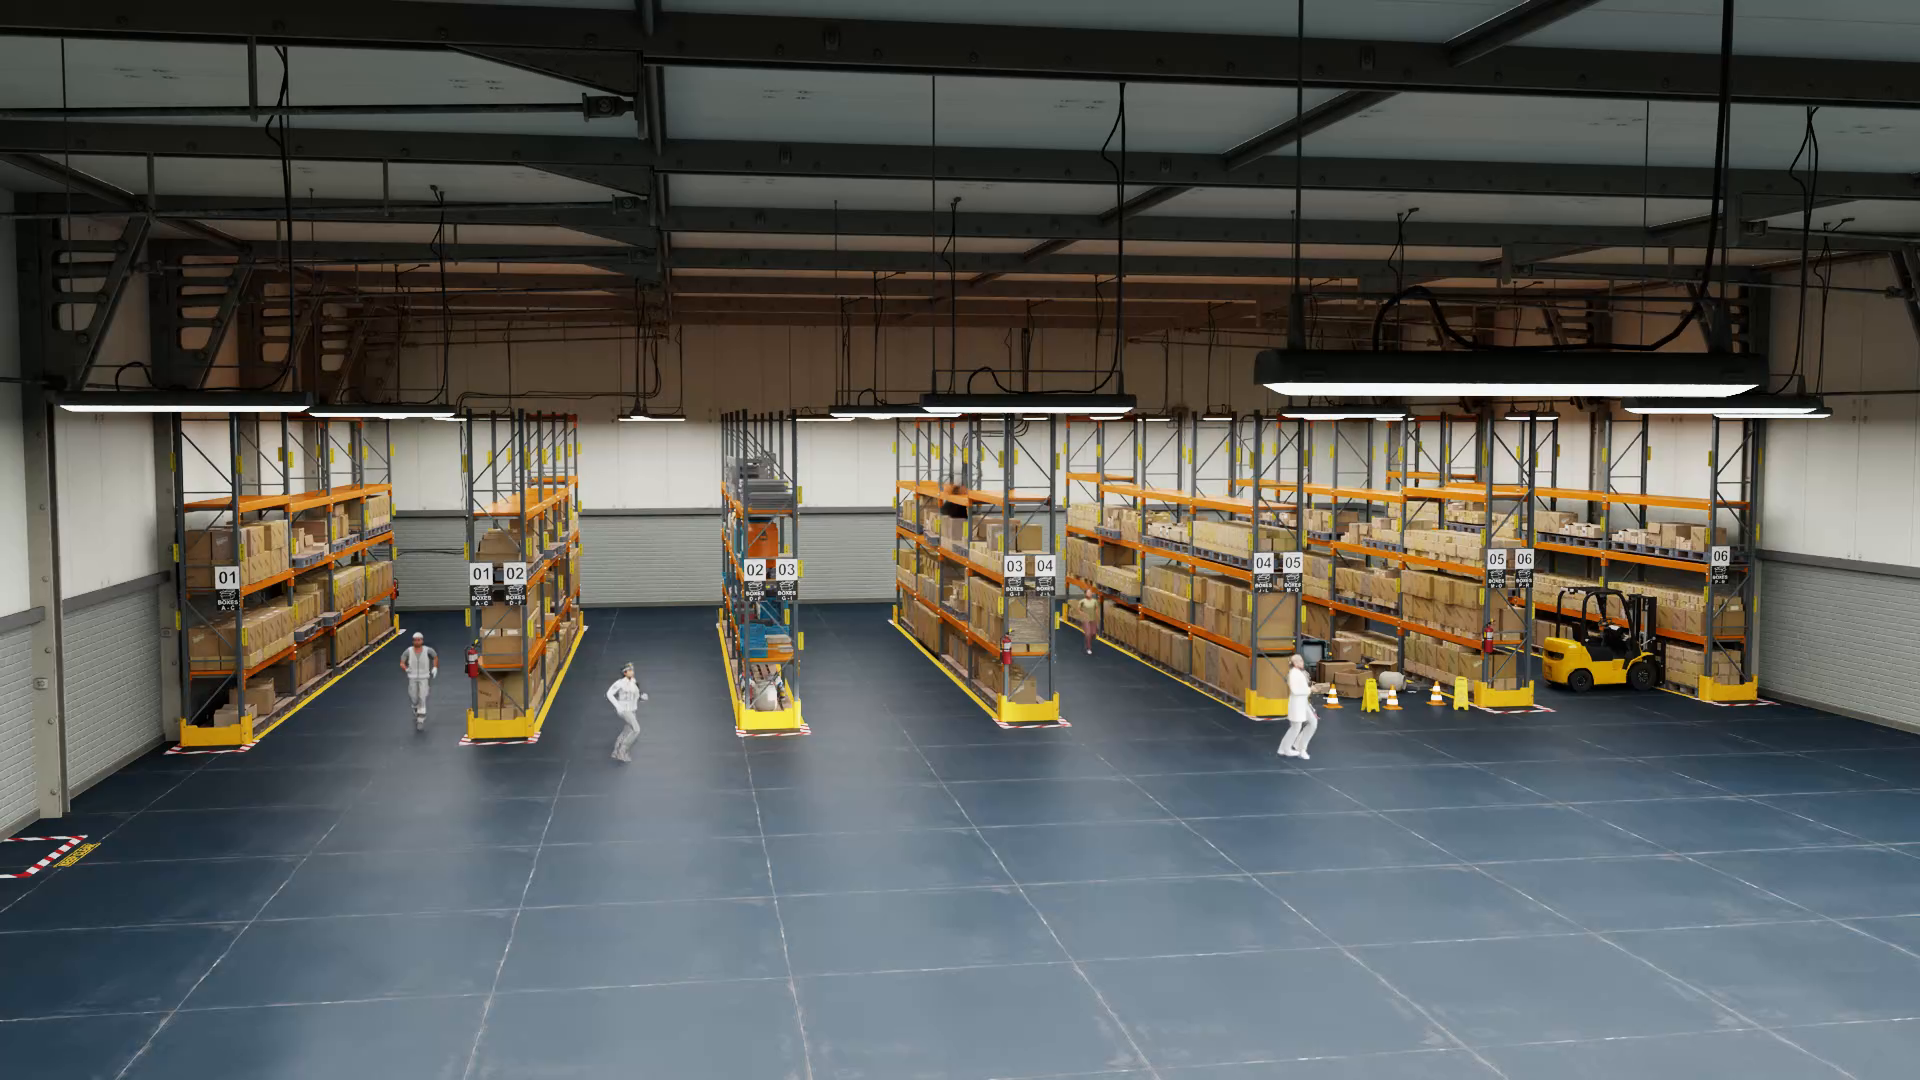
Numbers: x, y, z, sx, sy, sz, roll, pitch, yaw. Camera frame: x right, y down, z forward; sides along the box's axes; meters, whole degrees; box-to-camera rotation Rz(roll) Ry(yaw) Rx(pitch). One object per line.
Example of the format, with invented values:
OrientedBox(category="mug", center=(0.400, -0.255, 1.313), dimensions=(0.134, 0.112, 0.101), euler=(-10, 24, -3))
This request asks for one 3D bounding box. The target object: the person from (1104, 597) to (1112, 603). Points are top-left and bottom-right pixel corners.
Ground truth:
OrientedBox(category="person", center=(4.358, 1.476, 49.935), dimensions=(0.490, 1.547, 0.778), euler=(2, 4, 25))

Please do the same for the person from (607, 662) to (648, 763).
OrientedBox(category="person", center=(-5.614, 2.921, 28.229), dimensions=(0.667, 1.710, 0.584), euler=(2, 4, 21))

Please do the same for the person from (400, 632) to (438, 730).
OrientedBox(category="person", center=(-10.219, 2.634, 31.422), dimensions=(0.685, 1.801, 0.872), euler=(-1, 4, -13))

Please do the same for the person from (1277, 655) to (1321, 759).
OrientedBox(category="person", center=(5.814, 2.865, 28.417), dimensions=(0.755, 1.812, 0.688), euler=(2, 5, 28))

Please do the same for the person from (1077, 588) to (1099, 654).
OrientedBox(category="person", center=(3.221, 2.018, 41.595), dimensions=(0.581, 1.629, 0.558), euler=(-1, 4, -10))
